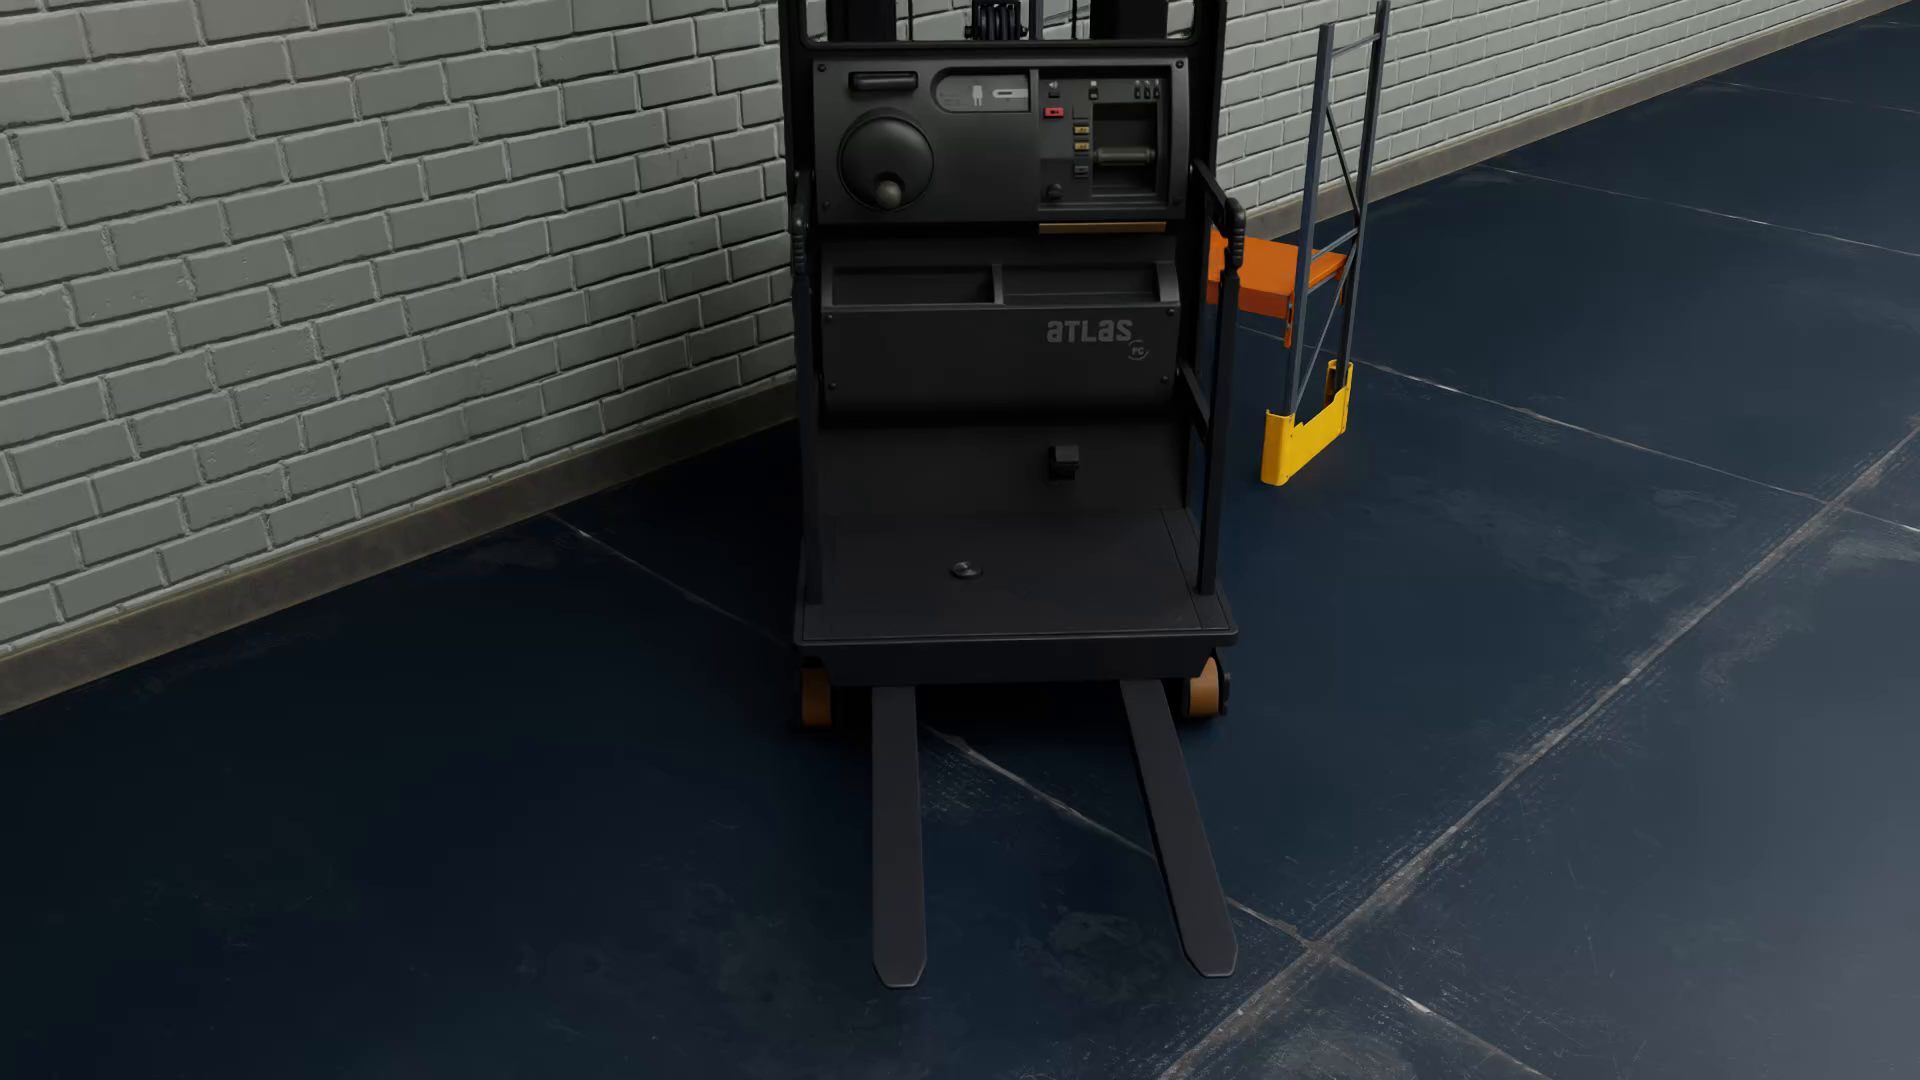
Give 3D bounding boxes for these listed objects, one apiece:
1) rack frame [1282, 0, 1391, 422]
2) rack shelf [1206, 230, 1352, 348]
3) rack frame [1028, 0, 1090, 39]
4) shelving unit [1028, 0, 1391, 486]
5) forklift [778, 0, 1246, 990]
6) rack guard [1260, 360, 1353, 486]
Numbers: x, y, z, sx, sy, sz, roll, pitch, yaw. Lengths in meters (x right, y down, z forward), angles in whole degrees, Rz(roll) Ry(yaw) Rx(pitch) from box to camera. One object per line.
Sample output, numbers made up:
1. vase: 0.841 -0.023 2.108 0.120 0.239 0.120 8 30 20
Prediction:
1. rack frame: 1.221 -0.961 5.466 0.032 1.500 0.500 17 32 30
2. rack shelf: 0.799 -0.934 5.801 1.000 0.185 0.538 17 32 30
3. rack frame: 0.378 -1.225 5.969 0.032 1.500 0.500 17 32 30
4. shelving unit: 0.792 -1.095 5.722 1.083 1.500 0.587 17 32 30
5. forklift: 0.116 -0.962 3.930 1.130 2.935 3.031 -1 28 -2
6. rack guard: 1.205 -0.413 5.767 0.087 0.250 0.587 17 32 30
